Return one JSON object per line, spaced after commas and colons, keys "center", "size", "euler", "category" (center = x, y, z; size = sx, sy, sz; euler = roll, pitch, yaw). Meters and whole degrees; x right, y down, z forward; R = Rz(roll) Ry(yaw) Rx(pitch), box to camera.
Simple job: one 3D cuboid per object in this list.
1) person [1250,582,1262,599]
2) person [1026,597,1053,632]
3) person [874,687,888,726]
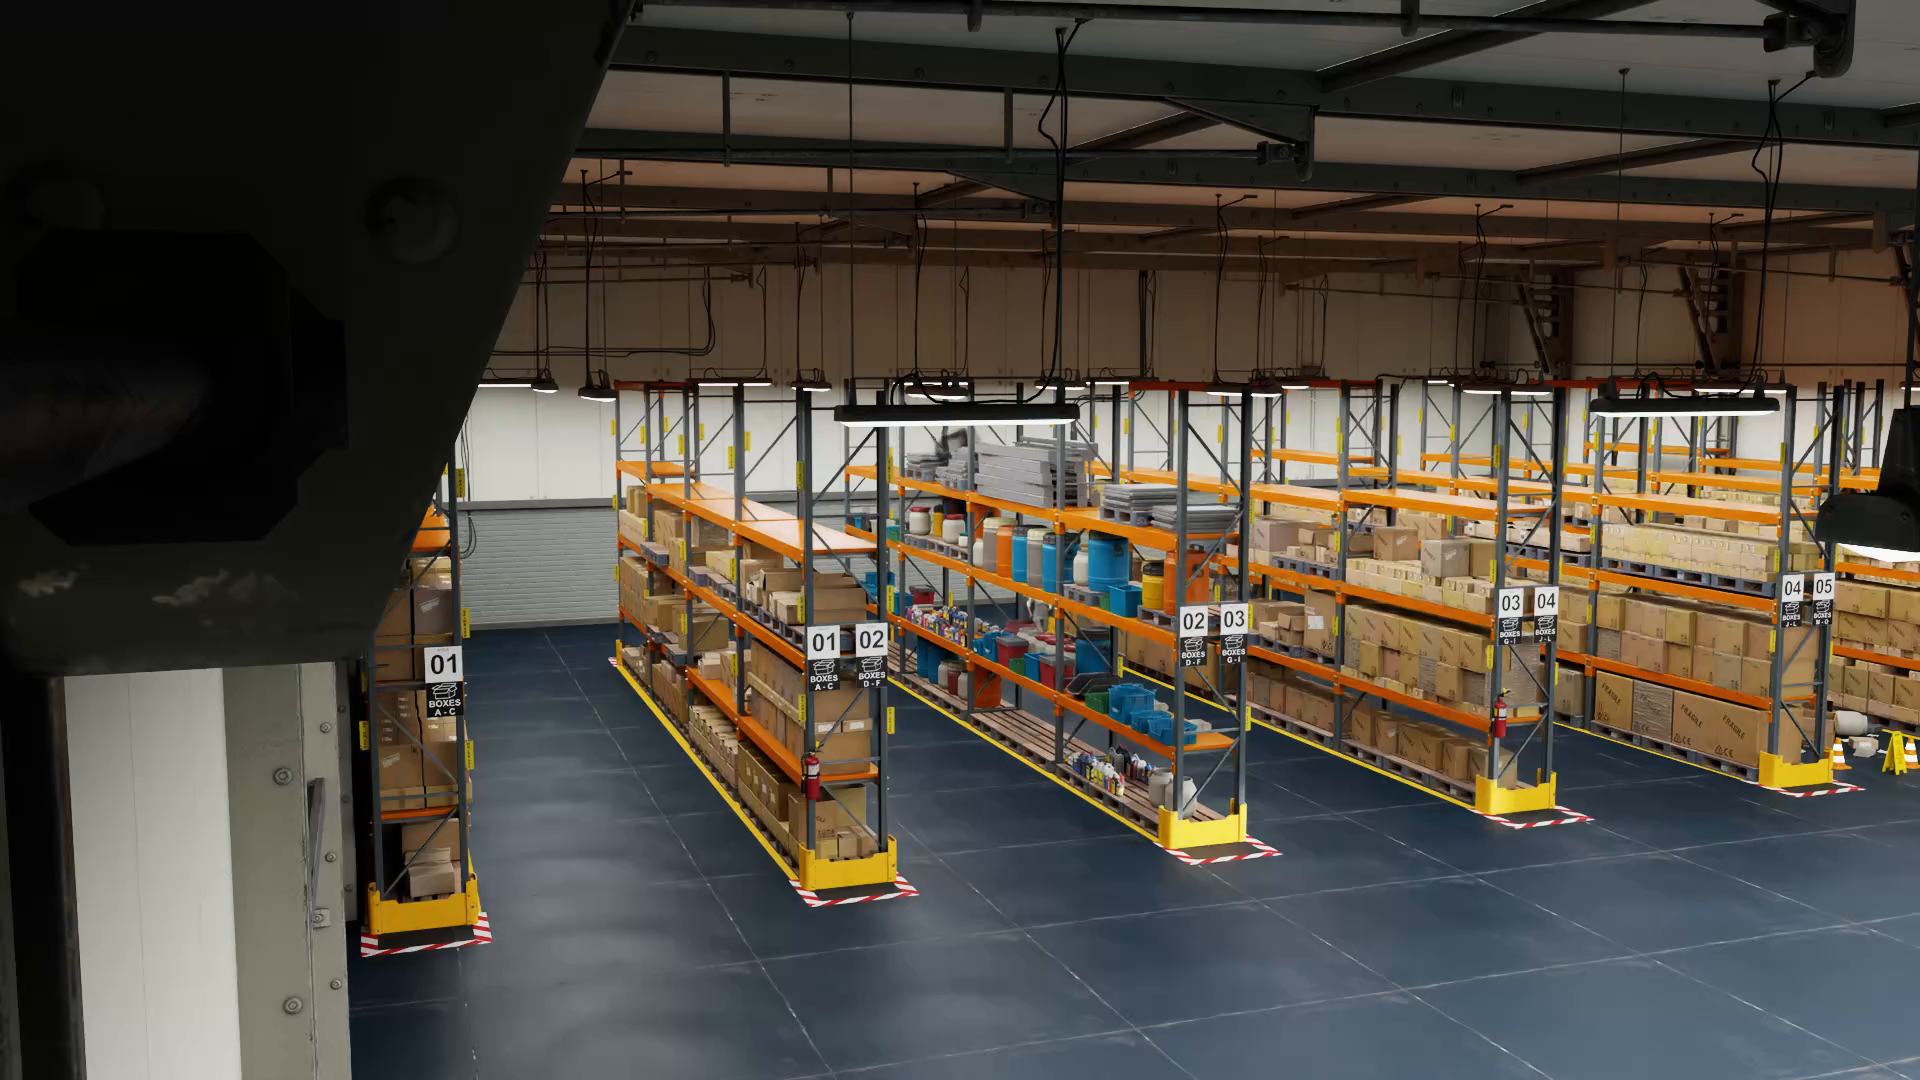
{"center": [7.806, 0.910, 43.210], "size": [0.727, 1.746, 0.885], "euler": [3, 7, 26], "category": "person"}
{"center": [1.741, 1.721, 36.106], "size": [0.551, 1.618, 0.780], "euler": [-2, 6, -14], "category": "person"}
{"center": [-1.469, 2.294, 27.704], "size": [0.715, 1.740, 0.962], "euler": [-4, 7, -36], "category": "person"}
